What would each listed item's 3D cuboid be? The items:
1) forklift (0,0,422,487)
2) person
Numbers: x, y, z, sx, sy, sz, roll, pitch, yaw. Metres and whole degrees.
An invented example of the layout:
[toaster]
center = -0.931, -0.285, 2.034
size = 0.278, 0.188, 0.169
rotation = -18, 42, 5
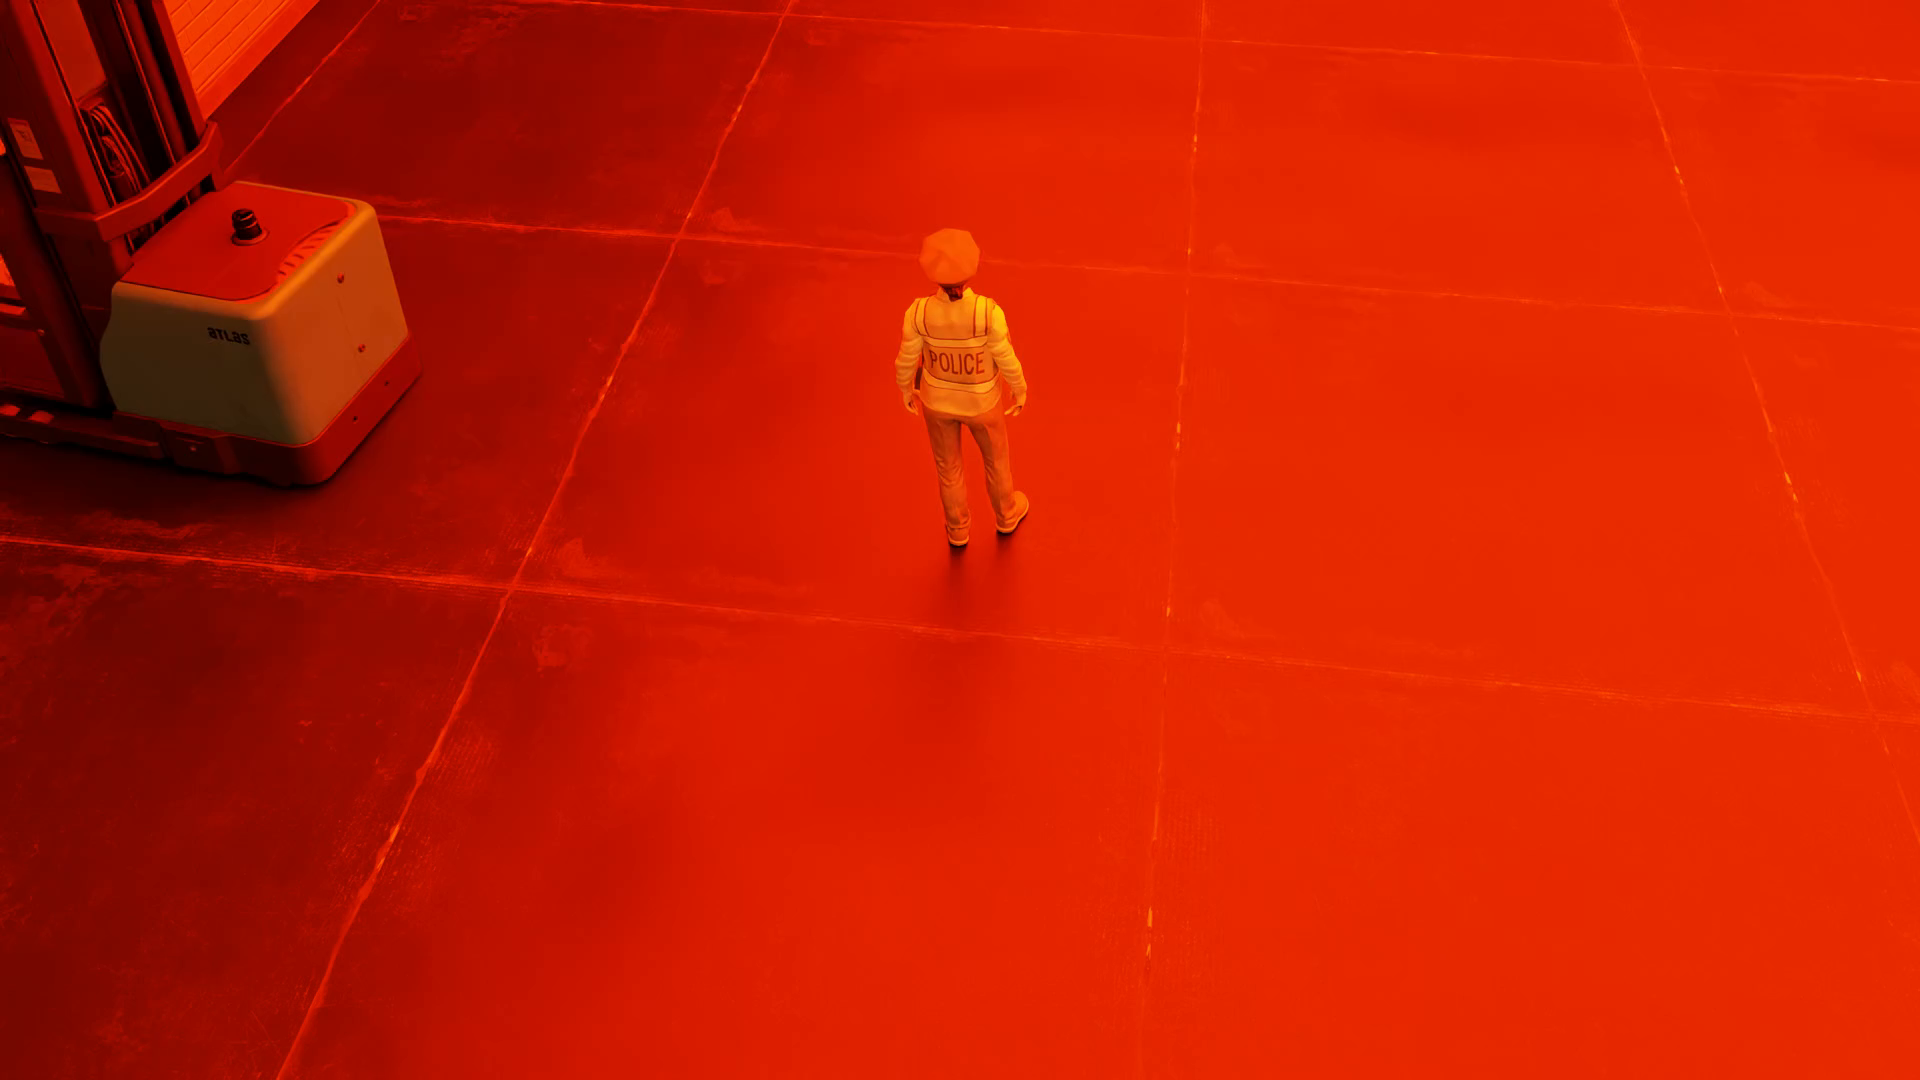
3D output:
[forklift]
center = -4.409, -1.899, 7.792
size = 3.031, 2.935, 1.130
rotation = 11, 44, 12
[person]
center = 0.024, -0.674, 7.361
size = 0.570, 1.695, 0.531
rotation = 5, 43, 6
